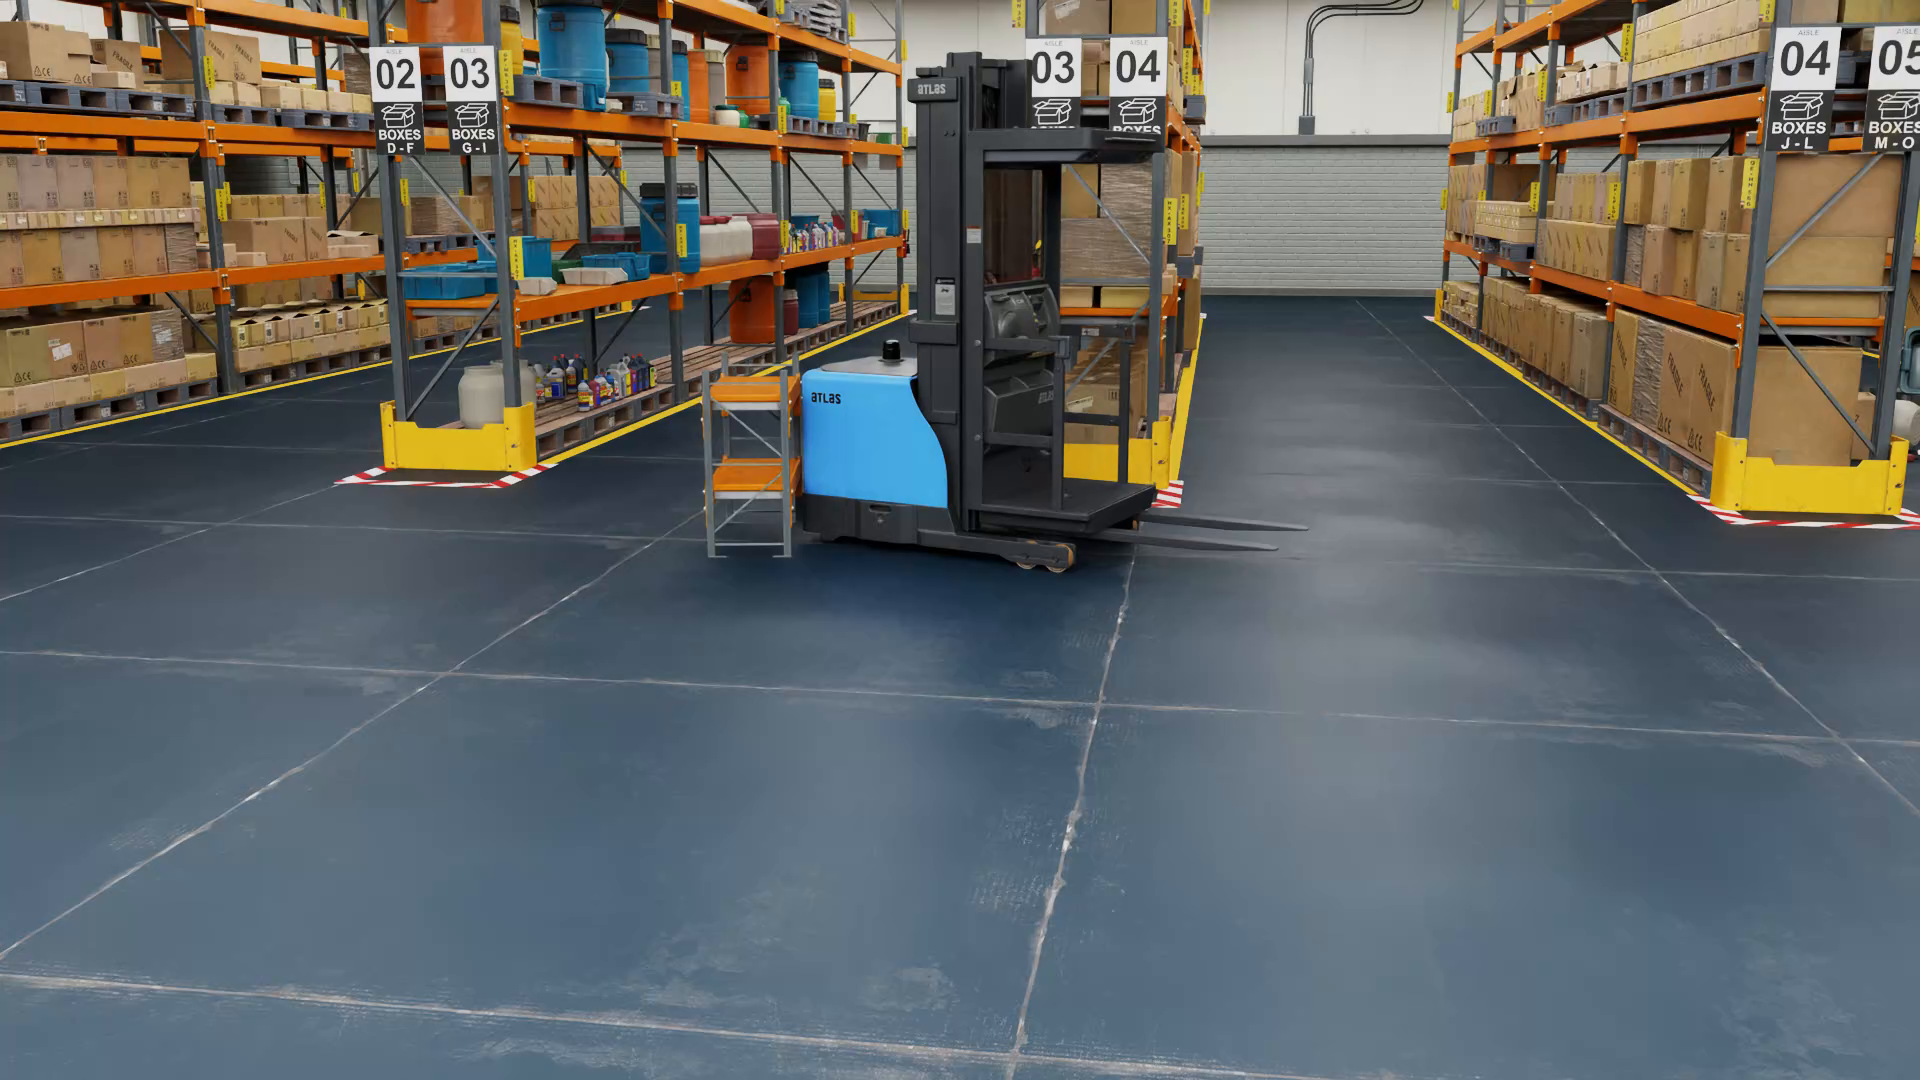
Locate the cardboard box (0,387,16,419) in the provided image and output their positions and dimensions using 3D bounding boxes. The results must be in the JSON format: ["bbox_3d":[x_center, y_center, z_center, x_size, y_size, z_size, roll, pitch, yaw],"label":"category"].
[{"bbox_3d":[-8.522,-1.163,14.297,0.500,0.250,0.500,2,12,9],"label":"cardboard box"}]

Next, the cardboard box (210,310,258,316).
[{"bbox_3d":[-8.278,-2.471,19.037,0.500,0.311,0.500,2,12,8],"label":"cardboard box"}]

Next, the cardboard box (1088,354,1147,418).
[{"bbox_3d":[1.379,-1.358,14.611,0.500,0.500,0.500,1,12,4],"label":"cardboard box"}]

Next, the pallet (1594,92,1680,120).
[{"bbox_3d":[6.556,-4.091,15.692,0.805,0.209,1.217,1,12,6],"label":"pallet"}]

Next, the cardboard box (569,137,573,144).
[{"bbox_3d":[-6.427,-6.493,26.739,0.500,0.250,0.500,2,12,9],"label":"cardboard box"}]

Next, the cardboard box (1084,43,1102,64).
[{"bbox_3d":[0.854,-3.581,12.281,0.380,0.149,0.250,1,12,7],"label":"cardboard box"}]

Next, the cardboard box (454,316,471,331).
[{"bbox_3d":[-7.085,-3.154,22.899,0.500,0.500,0.500,2,12,8],"label":"cardboard box"}]

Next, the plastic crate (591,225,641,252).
[{"bbox_3d":[-3.544,-3.010,17.190,0.402,0.464,0.583,2,12,9],"label":"plastic crate"}]

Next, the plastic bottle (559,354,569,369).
[{"bbox_3d":[-3.850,-1.634,16.198,0.144,0.351,0.185,2,12,10],"label":"plastic bottle"}]

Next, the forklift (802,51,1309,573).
[{"bbox_3d":[0.557,-1.371,9.899,3.031,2.935,1.130,6,14,27],"label":"forklift"}]

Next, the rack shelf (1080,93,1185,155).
[{"bbox_3d":[1.271,-3.406,13.766,1.077,0.370,4.000,2,12,9],"label":"rack shelf"}]

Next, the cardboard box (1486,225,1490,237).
[{"bbox_3d":[7.022,-3.992,21.495,0.380,0.149,0.250,1,12,6],"label":"cardboard box"}]

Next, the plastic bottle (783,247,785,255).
[{"bbox_3d":[-2.270,-3.741,21.037,0.097,0.271,0.097,0,12,0],"label":"plastic bottle"}]

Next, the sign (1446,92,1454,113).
[{"bbox_3d":[7.773,-6.935,26.359,0.100,0.325,0.005,2,12,9],"label":"sign"}]

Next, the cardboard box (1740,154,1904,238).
[{"bbox_3d":[5.944,-2.371,11.454,0.875,0.550,0.550,2,12,9],"label":"cardboard box"}]

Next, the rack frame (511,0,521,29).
[{"bbox_3d":[-6.979,-7.628,24.527,1.000,3.000,0.127,2,12,9],"label":"rack frame"}]

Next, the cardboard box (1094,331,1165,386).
[{"bbox_3d":[1.694,-1.828,16.745,0.700,0.500,0.500,1,12,4],"label":"cardboard box"}]

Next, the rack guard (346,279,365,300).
[{"bbox_3d":[-11.256,-4.470,30.050,1.175,0.500,0.348,2,12,9],"label":"rack guard"}]

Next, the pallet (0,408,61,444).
[{"bbox_3d":[-8.748,-0.994,14.606,1.003,0.211,1.213,2,12,9],"label":"pallet"}]

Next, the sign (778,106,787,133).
[{"bbox_3d":[-2.156,-5.100,20.166,0.100,0.325,0.005,2,12,9],"label":"sign"}]

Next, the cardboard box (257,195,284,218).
[{"bbox_3d":[-11.657,-5.265,27.094,0.980,0.700,0.700,2,12,7],"label":"cardboard box"}]

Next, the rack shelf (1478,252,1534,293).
[{"bbox_3d":[7.387,-3.423,20.966,1.077,0.370,4.000,2,12,9],"label":"rack shelf"}]

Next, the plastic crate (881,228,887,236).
[{"bbox_3d":[-1.417,-5.091,27.481,0.396,0.136,0.243,2,12,9],"label":"plastic crate"}]

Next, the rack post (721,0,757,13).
[{"bbox_3d":[-3.098,-6.311,17.945,1.013,1.000,3.121,2,12,9],"label":"rack post"}]

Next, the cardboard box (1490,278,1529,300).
[{"bbox_3d":[7.240,-3.285,21.774,0.500,0.250,0.500,2,12,10],"label":"cardboard box"}]

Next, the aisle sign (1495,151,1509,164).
[{"bbox_3d":[8.617,-6.300,26.438,0.394,0.787,0.004,2,12,9],"label":"aisle sign"}]

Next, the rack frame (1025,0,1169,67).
[{"bbox_3d":[0.963,-4.808,11.442,1.000,3.000,0.127,2,12,9],"label":"rack frame"}]

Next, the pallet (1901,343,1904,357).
[{"bbox_3d":[12.371,-2.271,20.531,1.003,0.211,1.213,2,12,9],"label":"pallet"}]

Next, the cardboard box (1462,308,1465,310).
[{"bbox_3d":[7.683,-3.363,24.750,0.380,0.149,0.250,2,12,10],"label":"cardboard box"}]

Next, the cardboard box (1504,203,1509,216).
[{"bbox_3d":[6.820,-4.011,20.174,0.380,0.149,0.250,2,12,10],"label":"cardboard box"}]

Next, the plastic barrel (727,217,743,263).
[{"bbox_3d":[-2.712,-3.447,19.102,0.421,0.512,0.421,0,12,0],"label":"plastic barrel"}]

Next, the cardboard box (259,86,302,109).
[{"bbox_3d":[-7.855,-5.024,18.924,0.500,0.250,0.500,1,12,4],"label":"cardboard box"}]

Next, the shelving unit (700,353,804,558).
[{"bbox_3d":[-1.282,-0.556,10.401,0.538,1.125,1.048,0,12,-2],"label":"shelving unit"}]

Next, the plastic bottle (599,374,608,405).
[{"bbox_3d":[-3.276,-1.376,15.192,0.097,0.271,0.097,0,12,0],"label":"plastic bottle"}]

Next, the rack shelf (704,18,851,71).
[{"bbox_3d":[-2.393,-6.503,21.964,1.077,0.370,4.000,2,12,9],"label":"rack shelf"}]

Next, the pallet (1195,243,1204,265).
[{"bbox_3d":[2.189,-3.295,19.118,1.213,0.211,1.003,2,12,9],"label":"pallet"}]

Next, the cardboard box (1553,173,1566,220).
[{"bbox_3d":[7.000,-3.803,18.411,0.700,0.500,0.500,2,12,8],"label":"cardboard box"}]

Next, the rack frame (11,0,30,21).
[{"bbox_3d":[-12.490,-6.955,21.404,1.000,3.000,0.127,2,12,9],"label":"rack frame"}]

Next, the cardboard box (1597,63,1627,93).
[{"bbox_3d":[6.436,-4.437,15.966,0.500,0.250,0.500,2,12,8],"label":"cardboard box"}]

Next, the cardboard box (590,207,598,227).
[{"bbox_3d":[-6.322,-5.263,27.555,0.500,0.500,0.500,2,12,9],"label":"cardboard box"}]

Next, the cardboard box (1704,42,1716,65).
[{"bbox_3d":[5.721,-3.583,12.242,0.380,0.149,0.250,2,12,8],"label":"cardboard box"}]

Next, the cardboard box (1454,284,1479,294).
[{"bbox_3d":[7.848,-3.865,25.664,0.380,0.149,0.250,1,12,6],"label":"cardboard box"}]

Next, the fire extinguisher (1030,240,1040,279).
[{"bbox_3d":[0.490,-1.828,12.041,0.296,0.674,0.183,2,12,9],"label":"fire extinguisher"}]

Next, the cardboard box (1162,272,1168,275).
[{"bbox_3d":[1.591,-2.219,14.266,0.380,0.149,0.250,2,12,9],"label":"cardboard box"}]

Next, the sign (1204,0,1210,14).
[{"bbox_3d":[3.958,-8.613,26.695,0.100,0.325,0.005,2,12,9],"label":"sign"}]

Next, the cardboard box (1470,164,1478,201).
[{"bbox_3d":[7.573,-5.089,23.670,0.500,0.500,0.500,1,12,7],"label":"cardboard box"}]

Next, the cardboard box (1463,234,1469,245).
[{"bbox_3d":[7.676,-4.463,24.681,0.380,0.149,0.250,2,12,10],"label":"cardboard box"}]

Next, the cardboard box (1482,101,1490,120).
[{"bbox_3d":[7.514,-5.933,22.954,0.500,0.250,0.500,1,12,6],"label":"cardboard box"}]

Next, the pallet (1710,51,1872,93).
[{"bbox_3d":[5.952,-3.271,11.643,1.003,0.211,1.213,2,12,9],"label":"pallet"}]

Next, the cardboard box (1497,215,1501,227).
[{"bbox_3d":[6.901,-3.973,20.701,0.380,0.149,0.250,2,12,10],"label":"cardboard box"}]

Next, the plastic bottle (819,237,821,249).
[{"bbox_3d":[-1.972,-4.110,22.916,0.097,0.201,0.097,0,12,0],"label":"plastic bottle"}]

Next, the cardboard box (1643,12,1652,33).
[{"bbox_3d":[6.034,-4.396,14.119,0.380,0.149,0.250,2,12,8],"label":"cardboard box"}]

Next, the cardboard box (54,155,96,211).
[{"bbox_3d":[-8.503,-3.307,15.400,0.700,0.500,0.500,2,12,9],"label":"cardboard box"}]

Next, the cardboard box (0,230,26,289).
[{"bbox_3d":[-8.664,-2.452,14.514,0.700,0.500,0.500,2,12,10],"label":"cardboard box"}]

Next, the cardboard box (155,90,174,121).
[{"bbox_3d":[-12.118,-6.405,24.693,0.700,0.500,0.500,1,12,6],"label":"cardboard box"}]
